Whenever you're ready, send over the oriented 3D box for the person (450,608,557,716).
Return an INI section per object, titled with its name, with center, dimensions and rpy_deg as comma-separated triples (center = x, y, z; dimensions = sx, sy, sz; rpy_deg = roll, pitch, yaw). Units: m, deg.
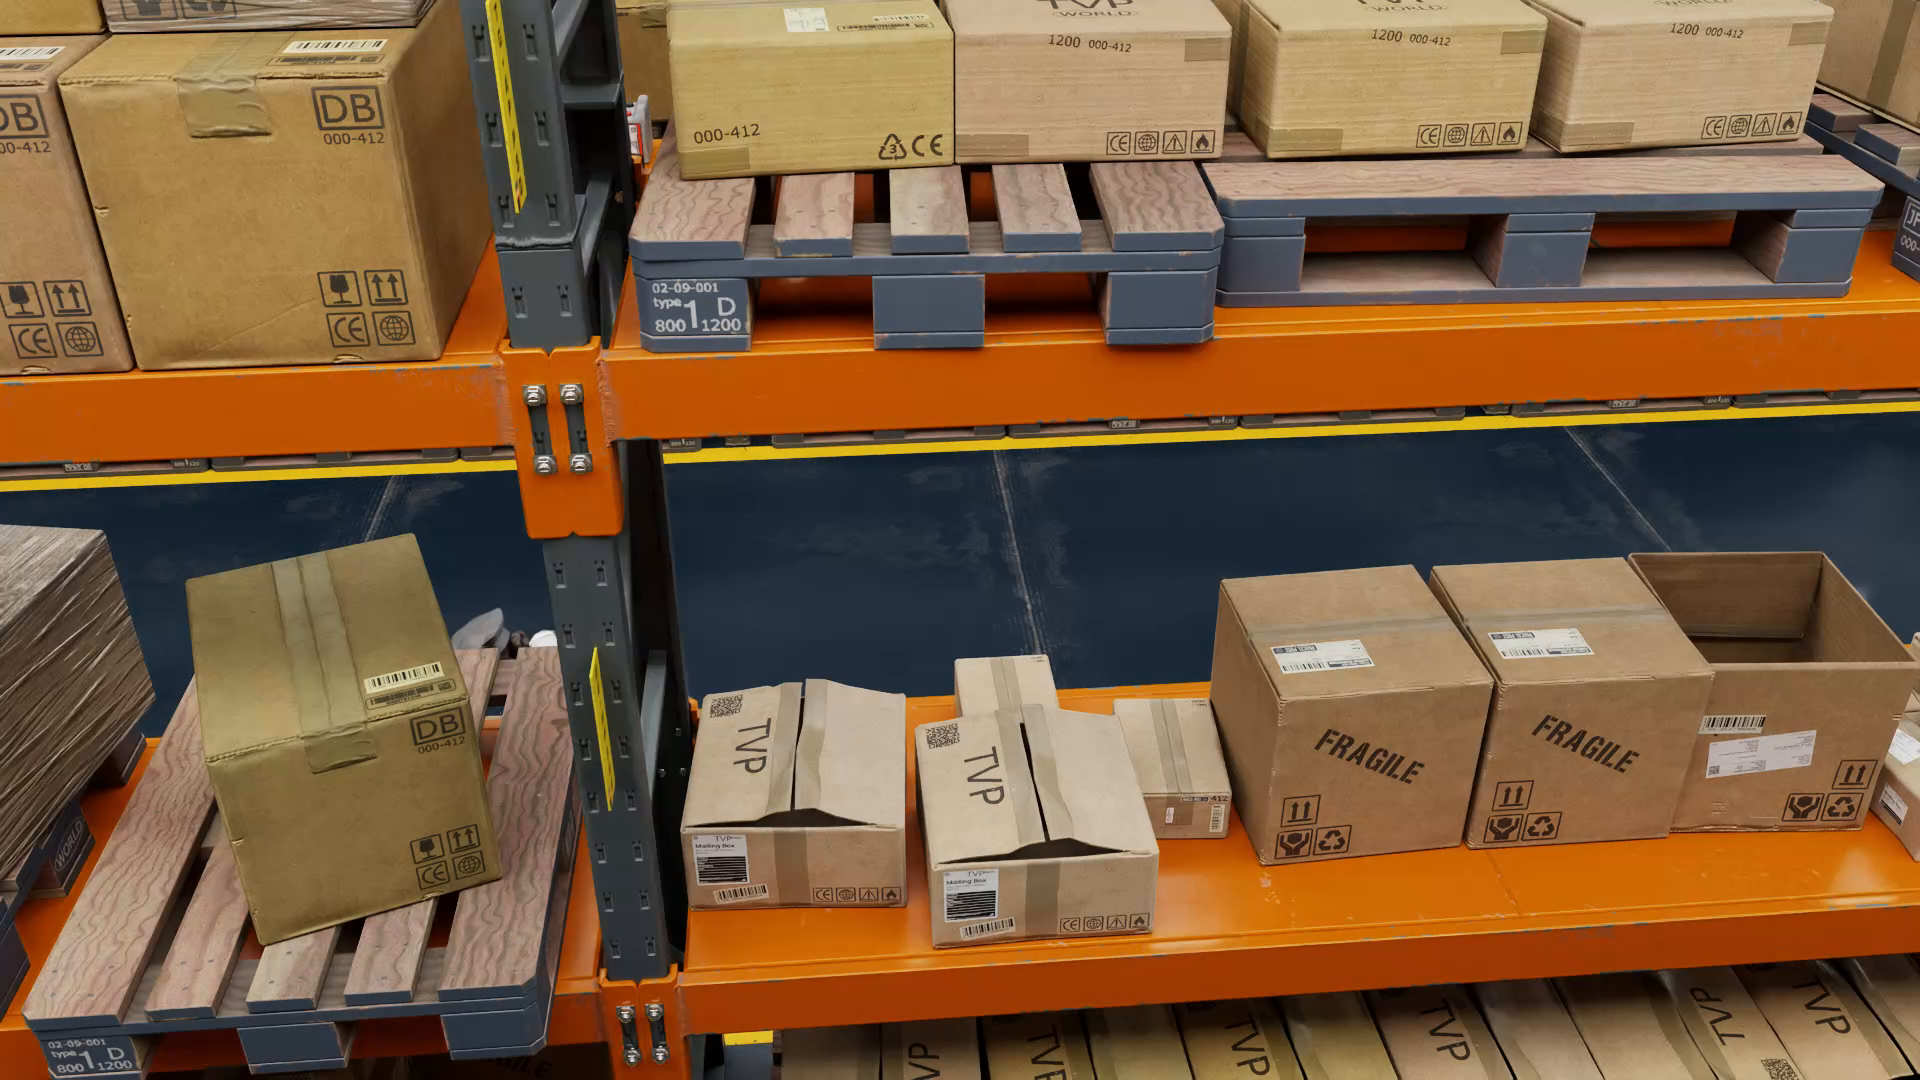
[person]
center = -1.362, 0.647, 5.747
dimensions = 0.829, 0.978, 0.470
rpy_deg = -3, 31, -5
